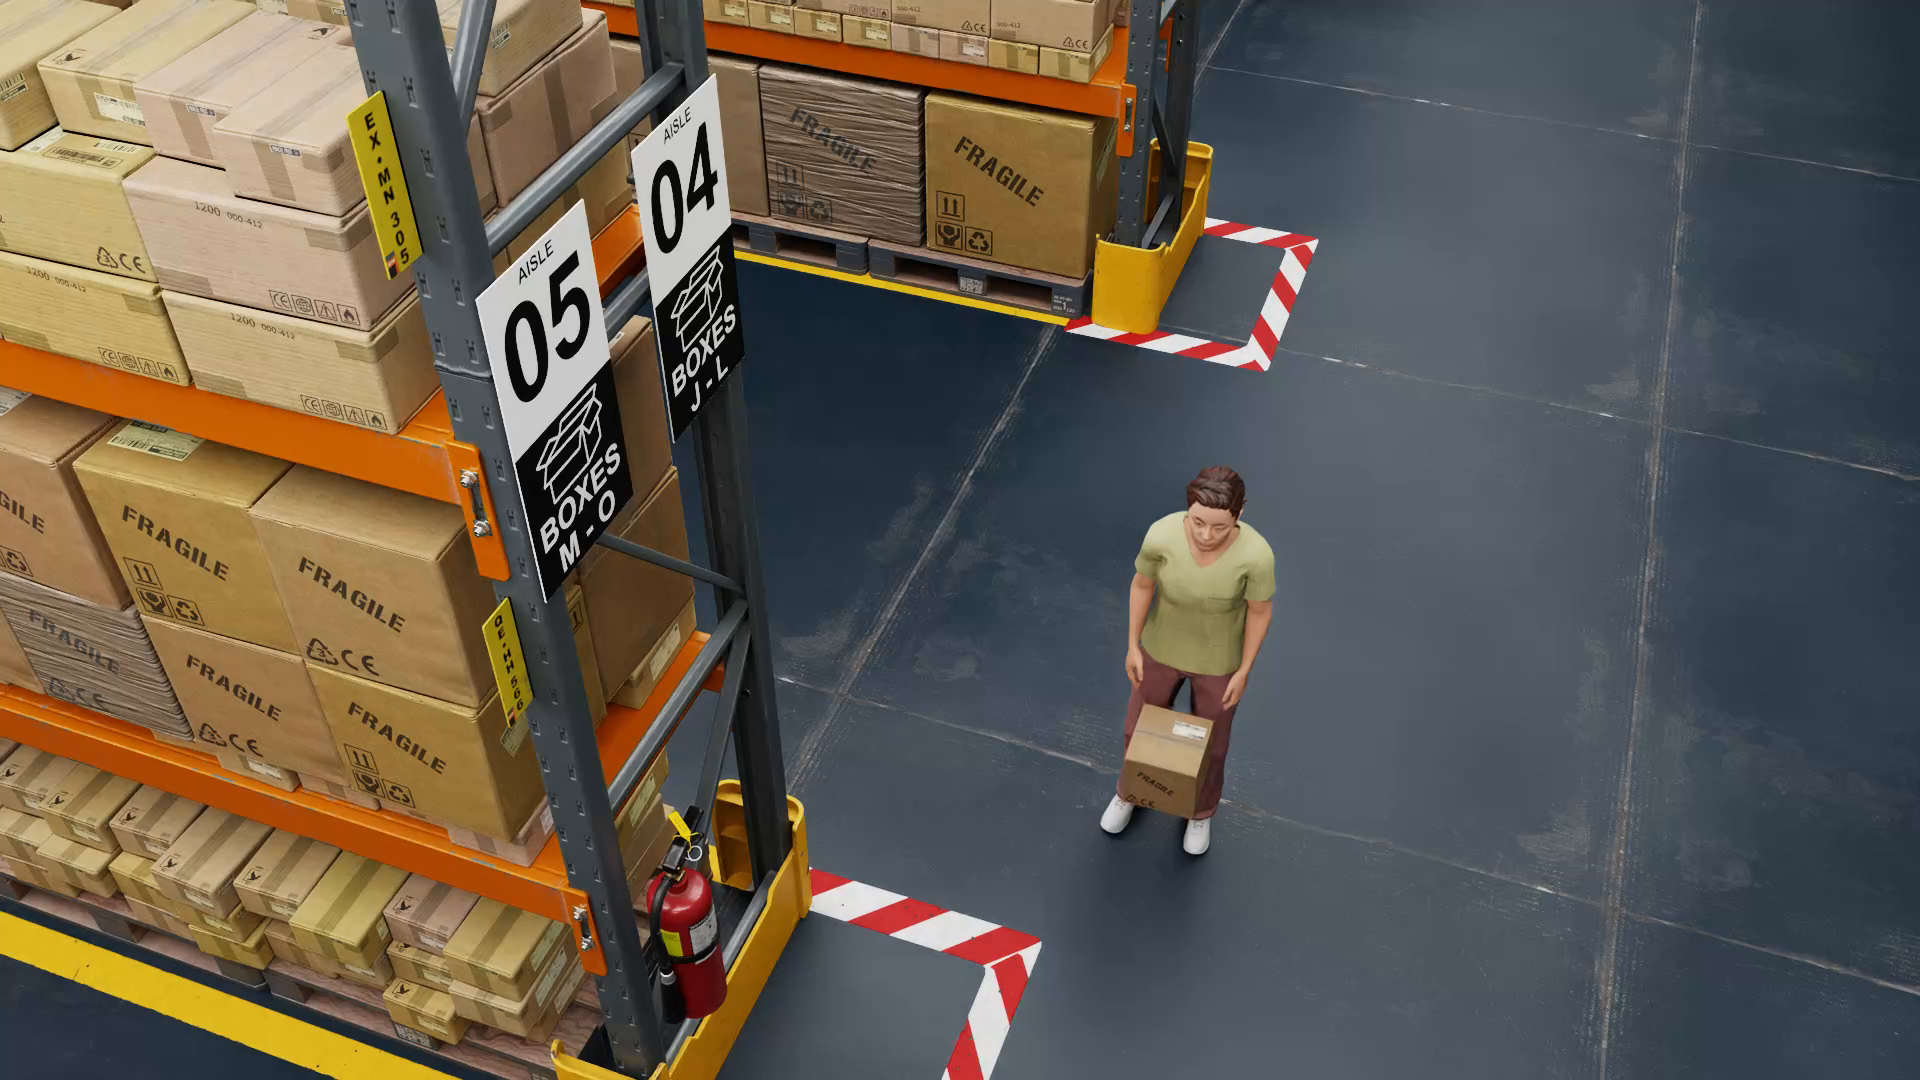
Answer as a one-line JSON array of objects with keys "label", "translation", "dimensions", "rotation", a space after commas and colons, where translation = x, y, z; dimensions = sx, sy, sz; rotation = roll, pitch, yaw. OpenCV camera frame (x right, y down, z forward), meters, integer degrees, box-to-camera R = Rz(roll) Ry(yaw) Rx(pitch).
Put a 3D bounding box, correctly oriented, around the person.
[{"label": "person", "translation": [0.793, 0.408, 5.699], "dimensions": [0.480, 1.676, 0.359], "rotation": [13, 43, 14]}]
